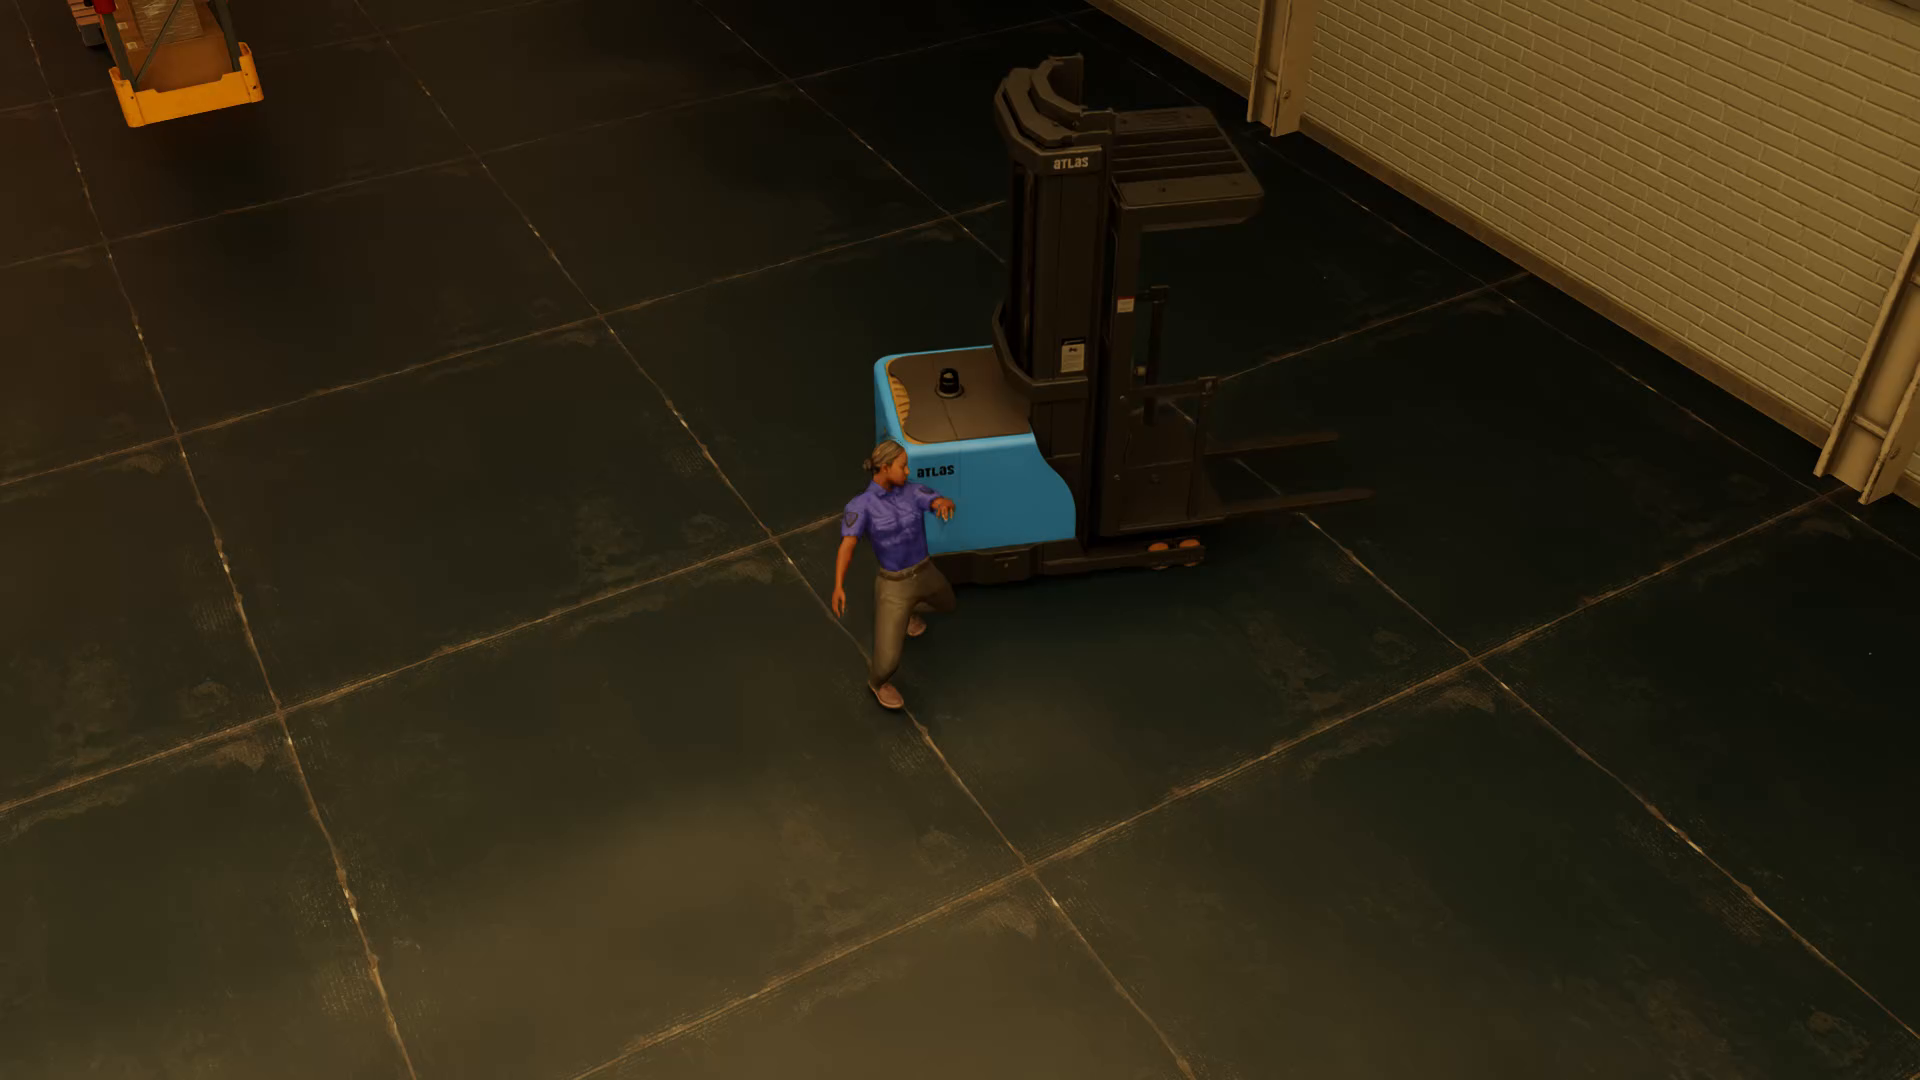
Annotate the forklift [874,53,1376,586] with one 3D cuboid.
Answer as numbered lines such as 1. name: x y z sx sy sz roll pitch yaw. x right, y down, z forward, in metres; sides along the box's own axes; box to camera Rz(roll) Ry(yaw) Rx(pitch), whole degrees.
1. forklift: 1.035 -1.274 9.572 3.031 2.935 1.130 -7 40 -8

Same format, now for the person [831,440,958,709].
1. person: -0.380 0.277 8.849 0.753 1.424 0.965 28 47 30
